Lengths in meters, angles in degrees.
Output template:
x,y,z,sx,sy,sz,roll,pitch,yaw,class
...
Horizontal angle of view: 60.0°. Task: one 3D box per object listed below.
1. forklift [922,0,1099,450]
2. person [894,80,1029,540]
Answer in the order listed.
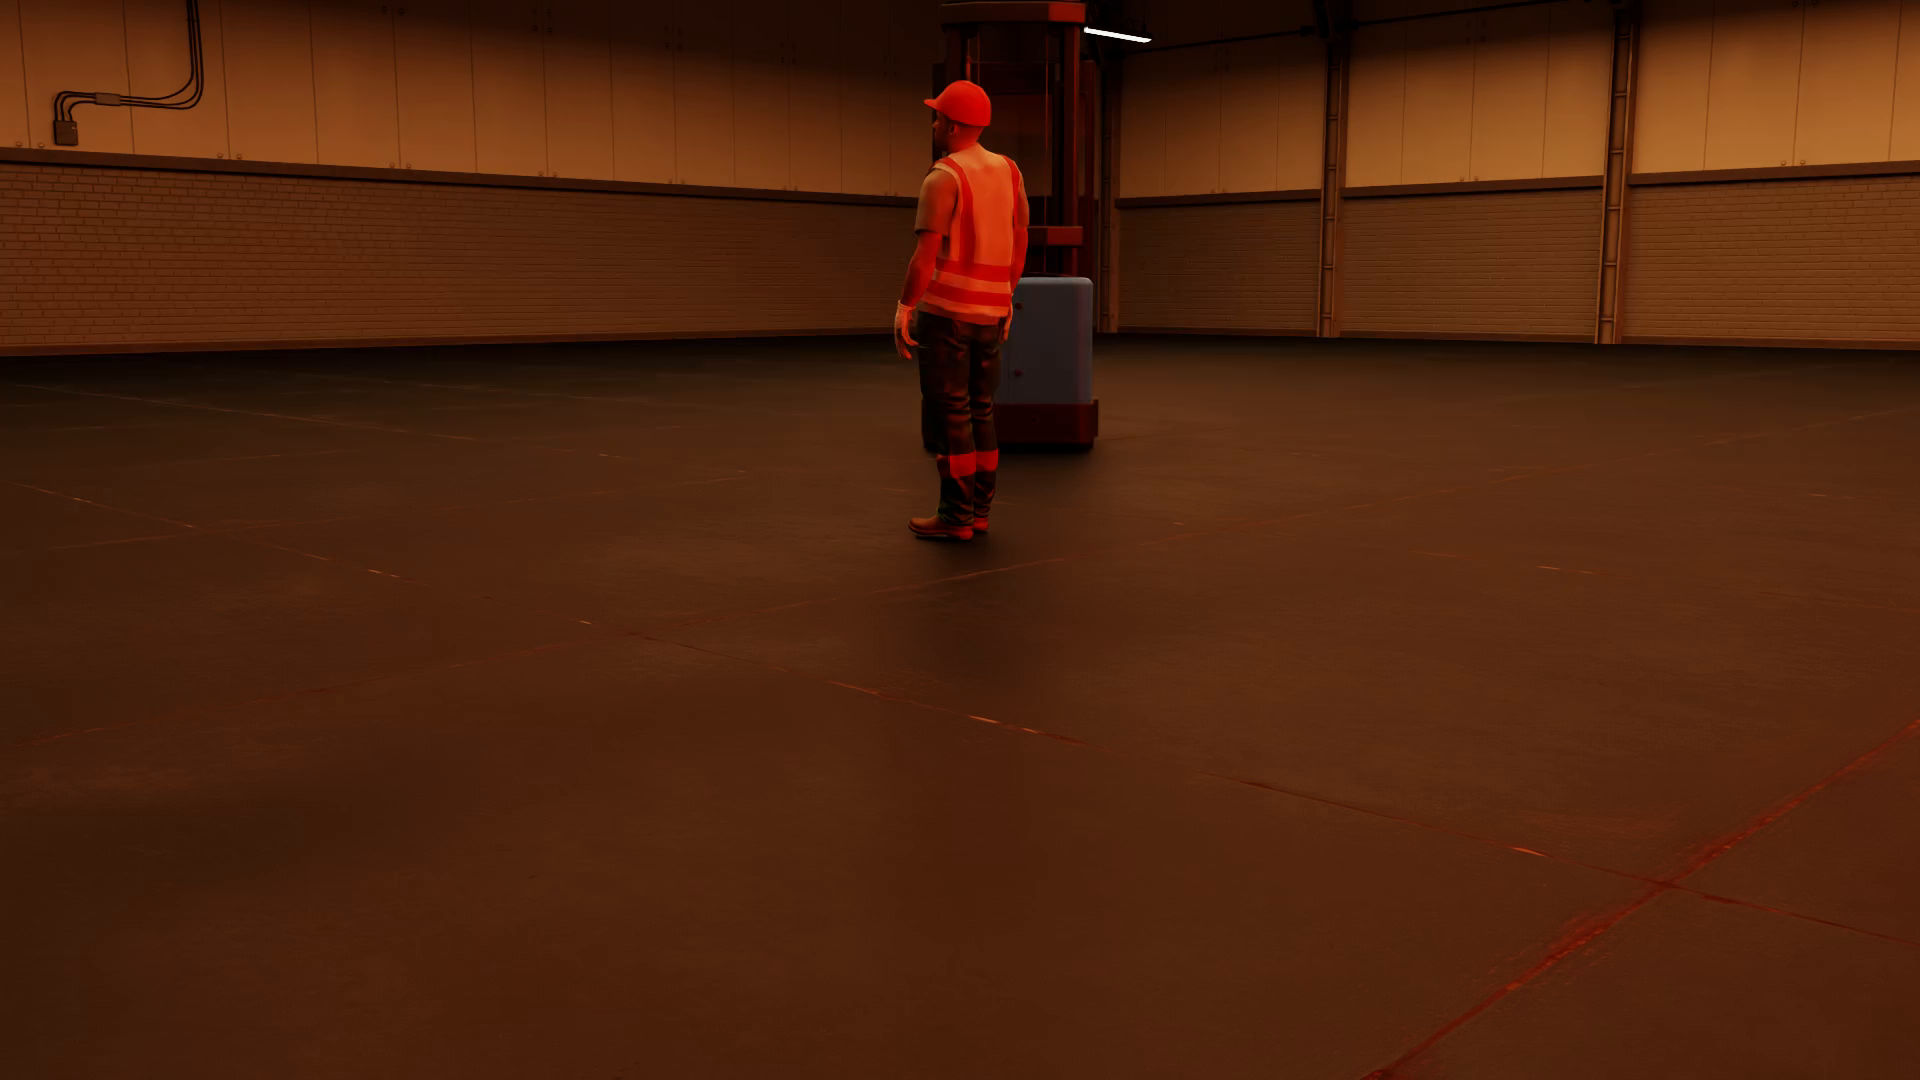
x,y,z,sx,sy,sz,roll,pitch,yaw,class
0.370,-2.194,11.447,1.130,2.935,3.031,0,9,3,forklift
-0.049,-0.902,6.647,0.564,1.787,0.637,8,12,43,person
